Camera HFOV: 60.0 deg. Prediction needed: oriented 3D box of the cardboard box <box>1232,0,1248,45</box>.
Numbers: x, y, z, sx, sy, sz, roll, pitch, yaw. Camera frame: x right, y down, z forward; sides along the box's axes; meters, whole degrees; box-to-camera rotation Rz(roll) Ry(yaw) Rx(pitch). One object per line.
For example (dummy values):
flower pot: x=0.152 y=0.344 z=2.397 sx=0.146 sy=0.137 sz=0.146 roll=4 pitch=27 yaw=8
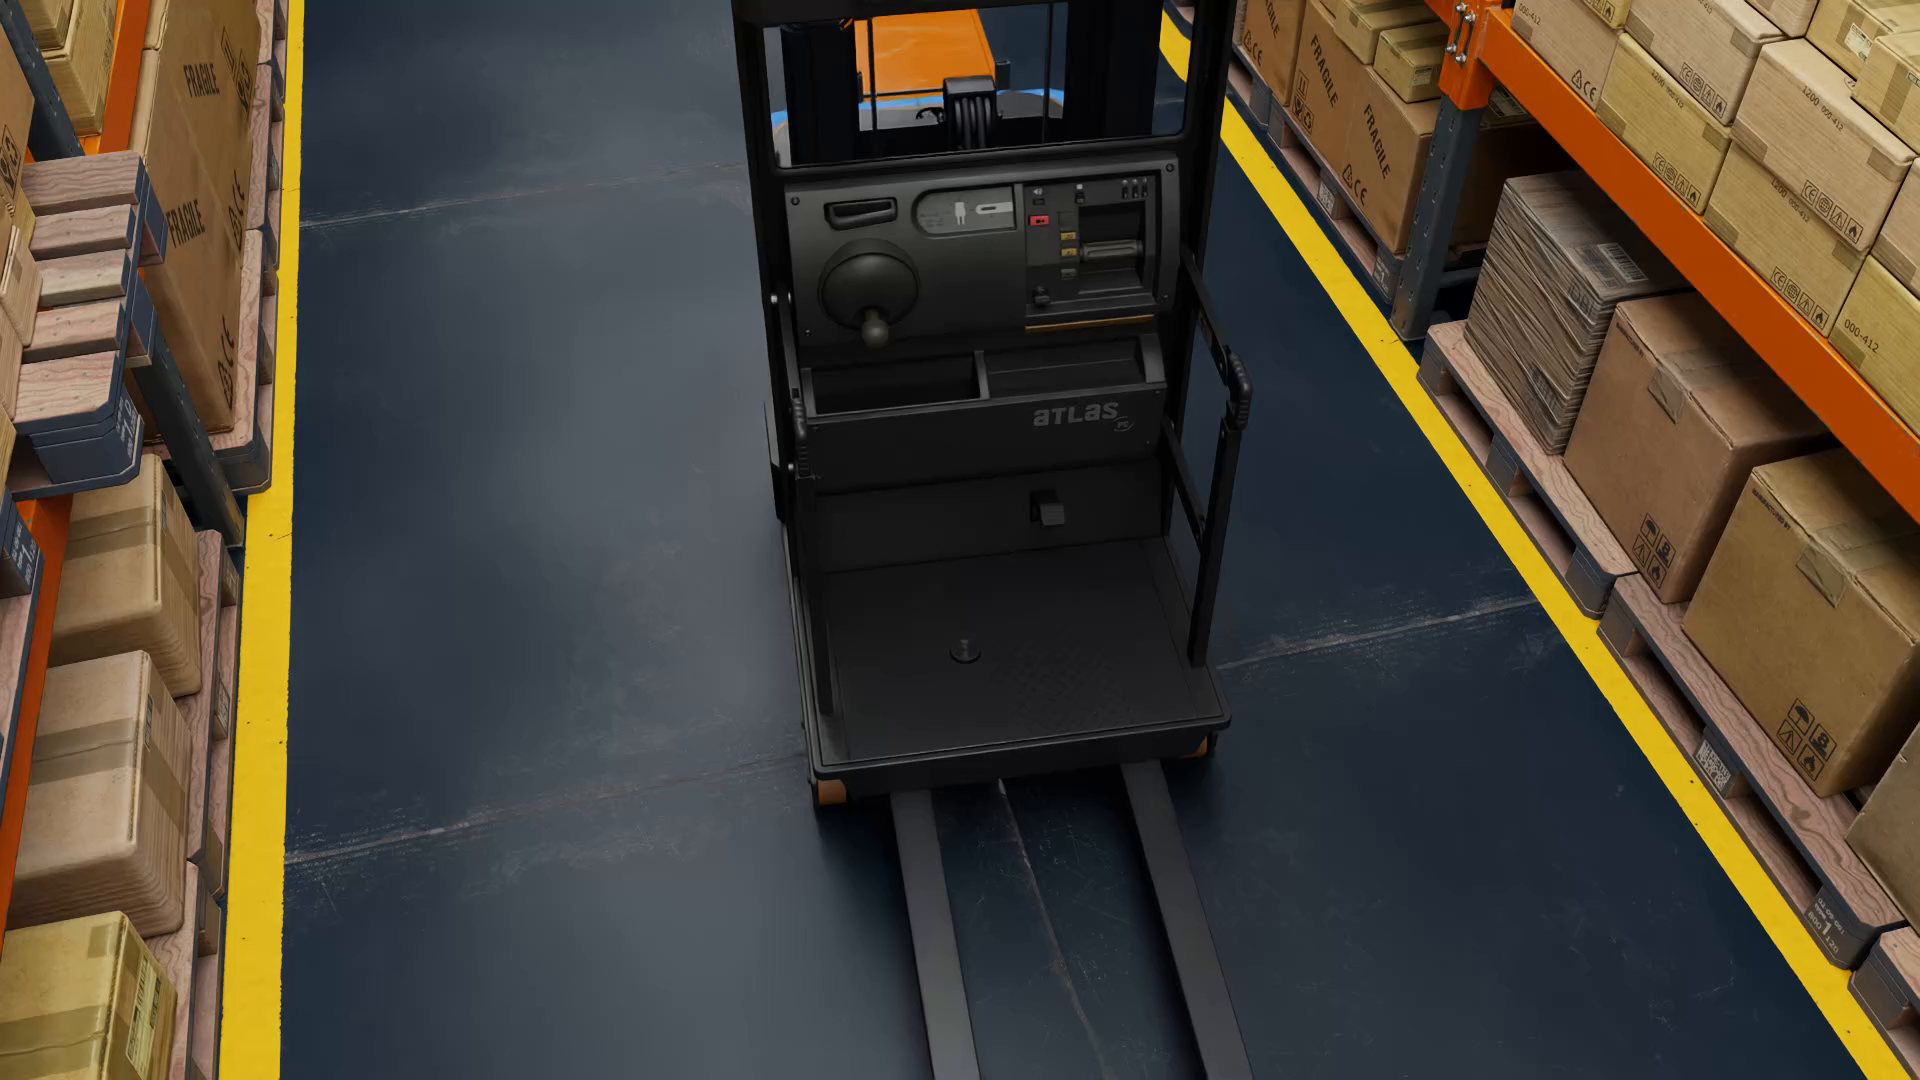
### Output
cardboard box: x=1.328 y=-2.472 z=7.028 sx=0.500 sy=0.500 sz=0.500 roll=-12 pitch=47 yaw=-12

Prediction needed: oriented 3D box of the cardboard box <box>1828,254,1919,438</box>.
cardboard box: x=2.320 y=-0.419 z=3.666 sx=0.500 sy=0.250 sz=0.500 roll=-9 pitch=46 yaw=-9

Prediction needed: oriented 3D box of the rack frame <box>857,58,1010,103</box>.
rack frame: x=-0.096 y=-1.058 z=5.499 sx=0.500 sy=1.125 sz=0.032 roll=-6 pitch=46 yaw=-6

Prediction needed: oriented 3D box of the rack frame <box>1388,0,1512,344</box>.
rack frame: x=2.049 y=-1.884 z=4.996 sx=1.000 sy=3.000 sz=0.127 roll=-11 pitch=47 yaw=-10

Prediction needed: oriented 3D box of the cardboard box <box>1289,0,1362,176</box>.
cardboard box: x=1.615 y=-1.756 z=6.327 sx=0.500 sy=0.500 sz=0.500 roll=-11 pitch=47 yaw=-11

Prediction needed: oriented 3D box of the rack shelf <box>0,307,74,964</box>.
rack shelf: x=-2.236 y=0.659 z=3.008 sx=1.077 sy=0.370 sz=4.000 roll=-11 pitch=47 yaw=-10

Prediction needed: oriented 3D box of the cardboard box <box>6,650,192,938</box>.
cardboard box: x=-2.416 y=0.699 z=4.010 sx=0.950 sy=0.372 sz=0.625 roll=-12 pitch=47 yaw=-11

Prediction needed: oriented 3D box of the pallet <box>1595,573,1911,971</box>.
pallet: x=2.531 y=0.509 z=4.604 sx=1.003 sy=0.211 sz=1.213 roll=-11 pitch=47 yaw=-10

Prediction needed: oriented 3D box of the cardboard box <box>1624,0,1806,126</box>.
cardboard box: x=2.054 y=-1.309 z=4.188 sx=0.500 sy=0.250 sz=0.500 roll=-9 pitch=46 yaw=-9

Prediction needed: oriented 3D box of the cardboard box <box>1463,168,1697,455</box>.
cardboard box: x=2.196 y=-0.766 z=5.269 sx=0.875 sy=0.625 sz=0.625 roll=-9 pitch=46 yaw=-9

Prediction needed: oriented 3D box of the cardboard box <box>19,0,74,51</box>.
cardboard box: x=-2.639 y=-1.491 z=4.366 sx=0.500 sy=0.250 sz=0.500 roll=-11 pitch=47 yaw=-11

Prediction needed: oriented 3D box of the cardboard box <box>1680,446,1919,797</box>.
cardboard box: x=2.543 y=0.148 z=4.373 sx=0.875 sy=0.625 sz=0.625 roll=-12 pitch=47 yaw=-12

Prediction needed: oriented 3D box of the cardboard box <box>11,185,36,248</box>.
cardboard box: x=-2.298 y=-0.677 z=3.695 sx=0.380 sy=0.149 sz=0.250 roll=-10 pitch=46 yaw=-10

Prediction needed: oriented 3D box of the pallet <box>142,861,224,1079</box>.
pallet: x=-2.240 y=1.383 z=3.747 sx=1.003 sy=0.211 sz=1.213 roll=-11 pitch=47 yaw=-10

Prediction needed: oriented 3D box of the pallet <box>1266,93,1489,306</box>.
pallet: x=1.895 y=-1.430 z=6.504 sx=1.003 sy=0.211 sz=1.213 roll=-11 pitch=47 yaw=-10

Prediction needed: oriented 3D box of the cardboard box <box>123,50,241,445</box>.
cardboard box: x=-2.844 y=-0.869 z=5.195 sx=0.875 sy=0.875 sz=0.875 roll=-11 pitch=47 yaw=-11

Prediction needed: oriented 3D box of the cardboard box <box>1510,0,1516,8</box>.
cardboard box: x=2.175 y=-1.988 z=6.100 sx=0.380 sy=0.149 sz=0.250 roll=-9 pitch=46 yaw=-9

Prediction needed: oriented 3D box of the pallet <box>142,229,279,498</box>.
pallet: x=-2.877 y=-0.556 z=5.647 sx=1.003 sy=0.211 sz=1.213 roll=-11 pitch=47 yaw=-10

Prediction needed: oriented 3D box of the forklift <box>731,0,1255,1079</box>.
forklift: x=0.097 y=-0.586 z=3.772 sx=1.130 sy=2.935 sz=3.031 roll=-6 pitch=46 yaw=-6

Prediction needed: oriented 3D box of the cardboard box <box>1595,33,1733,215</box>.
cardboard box: x=2.051 y=-1.132 z=4.364 sx=0.500 sy=0.250 sz=0.500 roll=-12 pitch=47 yaw=-11

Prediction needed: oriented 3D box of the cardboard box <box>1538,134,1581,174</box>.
cardboard box: x=2.212 y=-1.498 z=6.074 sx=0.500 sy=0.500 sz=0.500 roll=-9 pitch=46 yaw=-9

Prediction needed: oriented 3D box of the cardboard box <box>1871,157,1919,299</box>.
cardboard box: x=2.326 y=-0.596 z=3.489 sx=0.500 sy=0.250 sz=0.500 roll=-10 pitch=46 yaw=-10

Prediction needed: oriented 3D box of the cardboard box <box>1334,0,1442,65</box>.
cardboard box: x=1.578 y=-1.860 z=5.975 sx=0.380 sy=0.149 sz=0.250 roll=-13 pitch=47 yaw=-12

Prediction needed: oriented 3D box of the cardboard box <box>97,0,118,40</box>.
cardboard box: x=-2.778 y=-1.656 z=4.878 sx=0.500 sy=0.250 sz=0.500 roll=-12 pitch=47 yaw=-11

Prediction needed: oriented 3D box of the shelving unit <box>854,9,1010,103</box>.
shelving unit: x=-0.175 y=-1.417 z=5.851 sx=0.538 sy=1.125 sz=1.048 roll=-6 pitch=46 yaw=-6

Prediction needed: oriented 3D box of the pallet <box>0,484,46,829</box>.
pallet: x=-2.202 y=0.453 z=2.840 sx=1.003 sy=0.211 sz=1.213 roll=-11 pitch=47 yaw=-10

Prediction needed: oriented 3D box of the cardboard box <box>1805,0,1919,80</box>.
cardboard box: x=2.179 y=-1.169 z=3.771 sx=0.380 sy=0.149 sz=0.250 roll=-10 pitch=46 yaw=-10

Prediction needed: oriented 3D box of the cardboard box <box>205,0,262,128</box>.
cardboard box: x=-3.297 y=-2.103 z=6.404 sx=0.875 sy=0.875 sz=0.875 roll=-9 pitch=46 yaw=-9

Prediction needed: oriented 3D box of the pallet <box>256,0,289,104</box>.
pallet: x=-3.502 y=-2.240 z=7.298 sx=1.003 sy=0.211 sz=1.213 roll=-11 pitch=47 yaw=-10

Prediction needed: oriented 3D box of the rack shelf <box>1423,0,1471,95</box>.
rack shelf: x=1.537 y=-3.013 z=6.606 sx=1.077 sy=0.370 sz=4.000 roll=-11 pitch=47 yaw=-10

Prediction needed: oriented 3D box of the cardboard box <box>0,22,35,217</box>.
cardboard box: x=-2.363 y=-0.997 z=3.554 sx=0.500 sy=0.500 sz=0.500 roll=-12 pitch=47 yaw=-11

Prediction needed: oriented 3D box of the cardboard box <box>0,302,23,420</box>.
cardboard box: x=-2.133 y=-0.336 z=3.361 sx=0.380 sy=0.149 sz=0.250 roll=-13 pitch=47 yaw=-12
